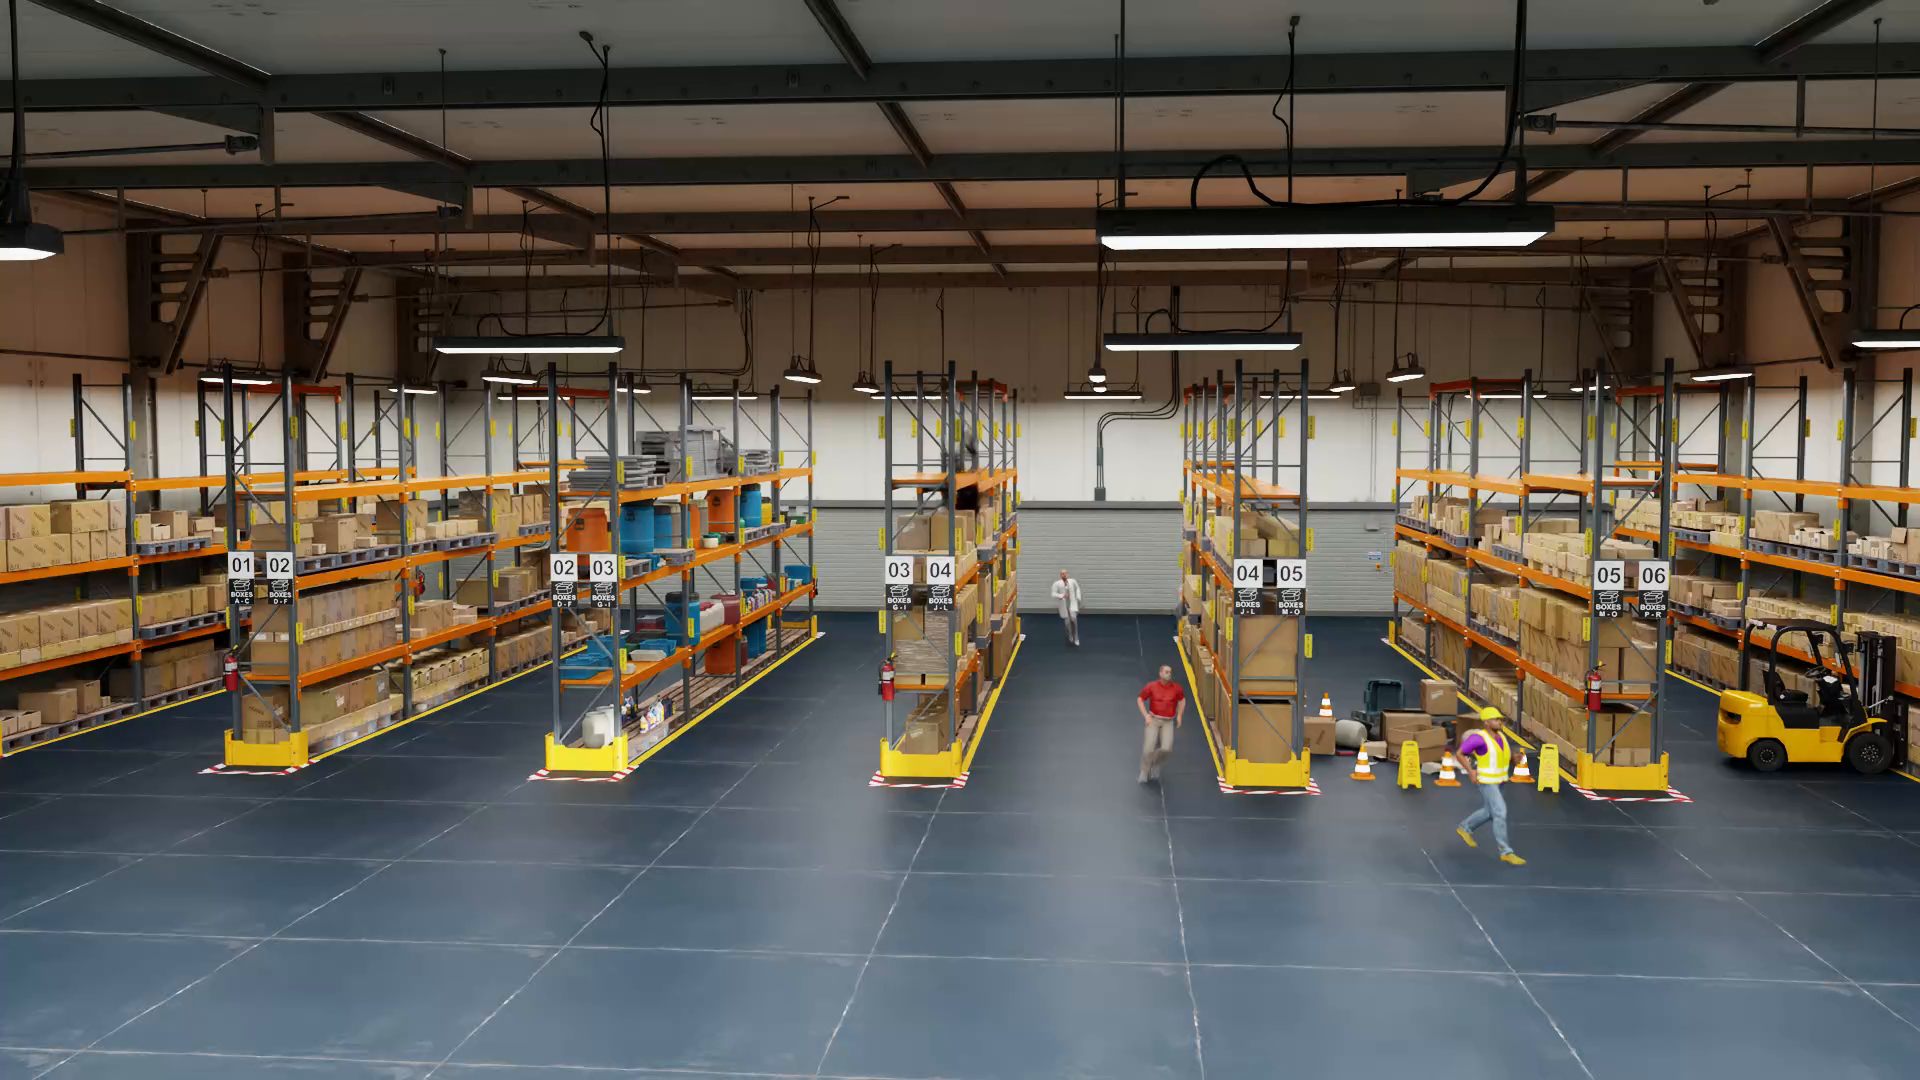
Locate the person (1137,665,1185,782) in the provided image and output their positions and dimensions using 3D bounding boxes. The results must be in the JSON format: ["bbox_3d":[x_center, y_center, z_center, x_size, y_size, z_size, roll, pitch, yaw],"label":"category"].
[{"bbox_3d":[2.883,2.621,23.689,0.719,1.676,0.549,0,4,-3],"label":"person"}]

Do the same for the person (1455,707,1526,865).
[{"bbox_3d":[6.189,2.818,19.359,0.700,1.754,0.989,-3,5,-41],"label":"person"}]

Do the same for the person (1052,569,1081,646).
[{"bbox_3d":[2.494,1.551,38.995,0.709,1.747,0.707,0,4,-1],"label":"person"}]

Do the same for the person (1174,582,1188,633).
[{"bbox_3d":[5.510,1.471,40.863,0.588,1.747,0.795,1,4,15],"label":"person"}]

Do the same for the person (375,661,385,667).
[{"bbox_3d":[-11.494,2.008,32.893,0.562,1.656,0.914,0,4,-2],"label":"person"}]
